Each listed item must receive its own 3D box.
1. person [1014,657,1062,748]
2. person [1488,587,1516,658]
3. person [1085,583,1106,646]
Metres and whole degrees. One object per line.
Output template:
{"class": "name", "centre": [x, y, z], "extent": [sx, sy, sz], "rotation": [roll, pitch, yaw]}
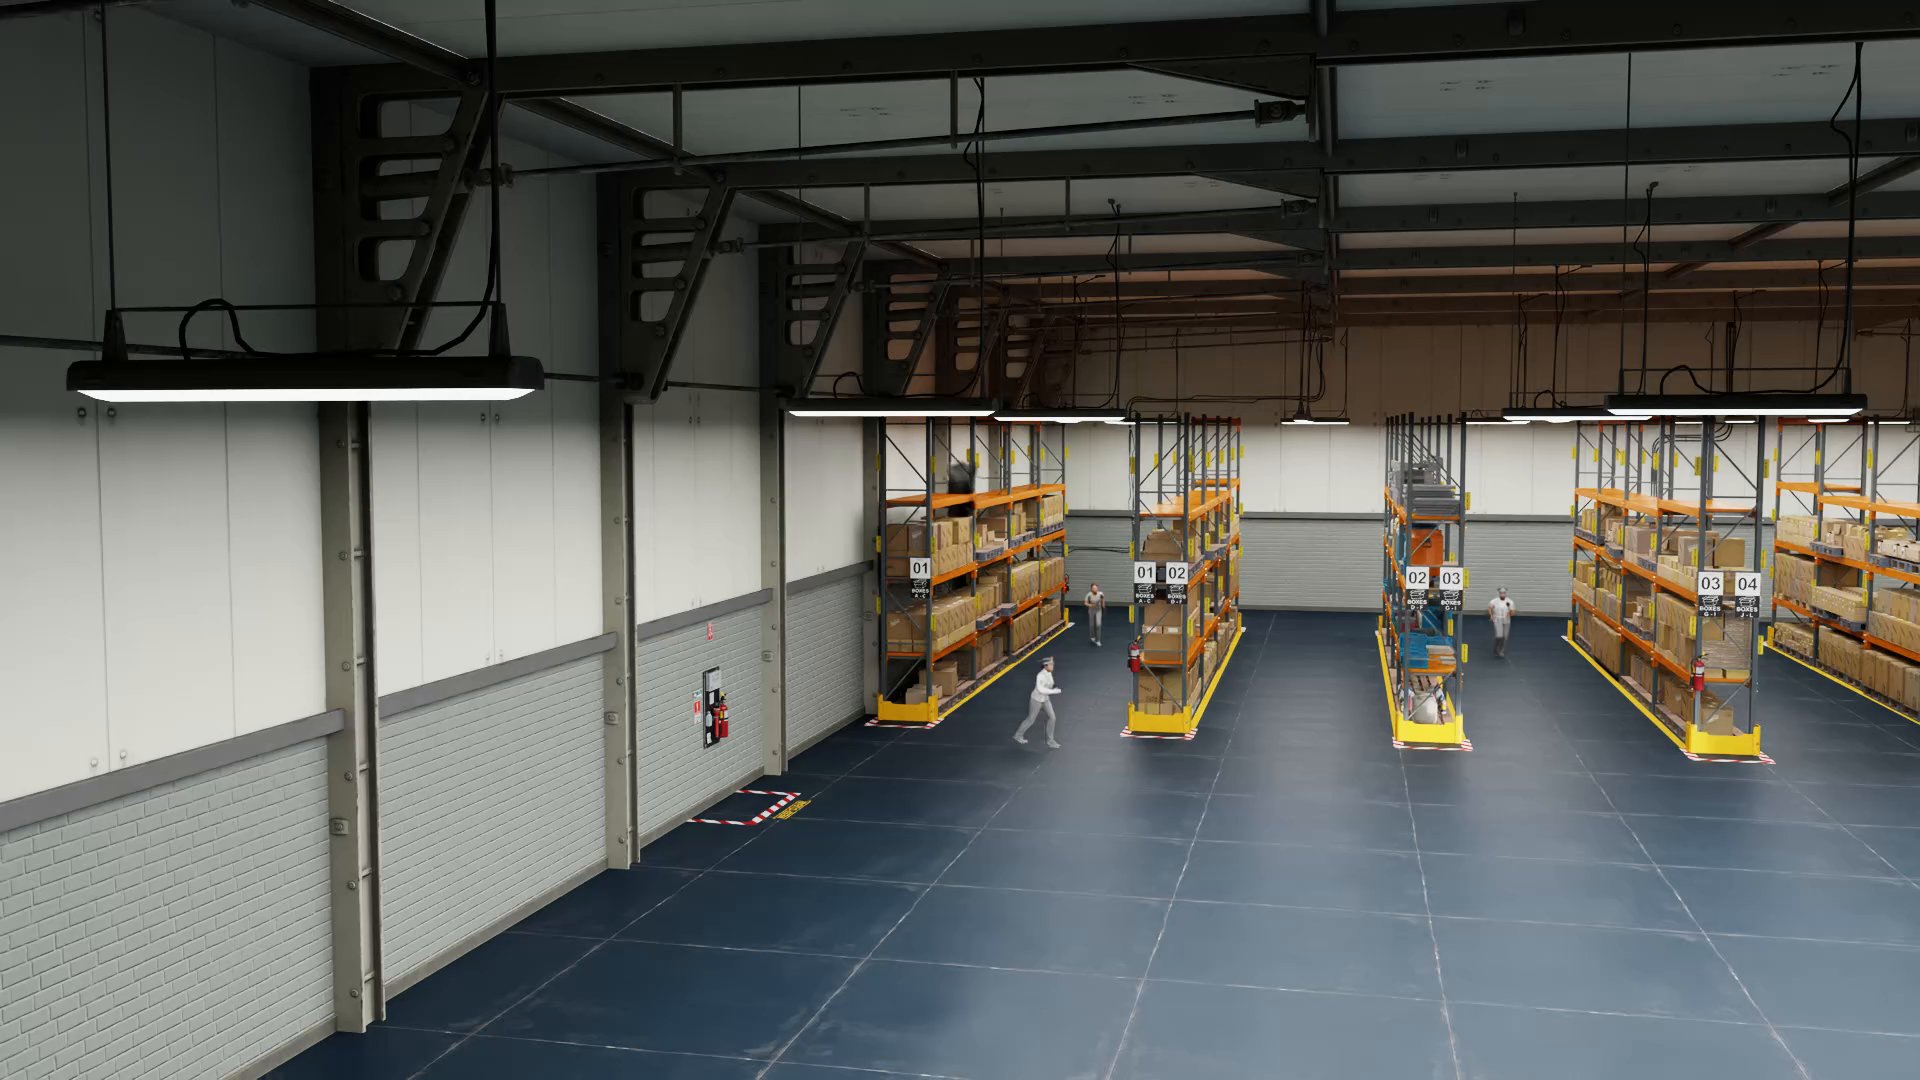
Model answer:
{"class": "person", "centre": [1.406, 2.888, 29.717], "extent": [0.938, 1.658, 0.604], "rotation": [2, 4, 30]}
{"class": "person", "centre": [13.468, 2.051, 41.288], "extent": [0.632, 1.785, 0.700], "rotation": [0, 4, 7]}
{"class": "person", "centre": [3.562, 1.938, 43.875], "extent": [0.569, 1.641, 0.954], "rotation": [0, 4, 2]}
